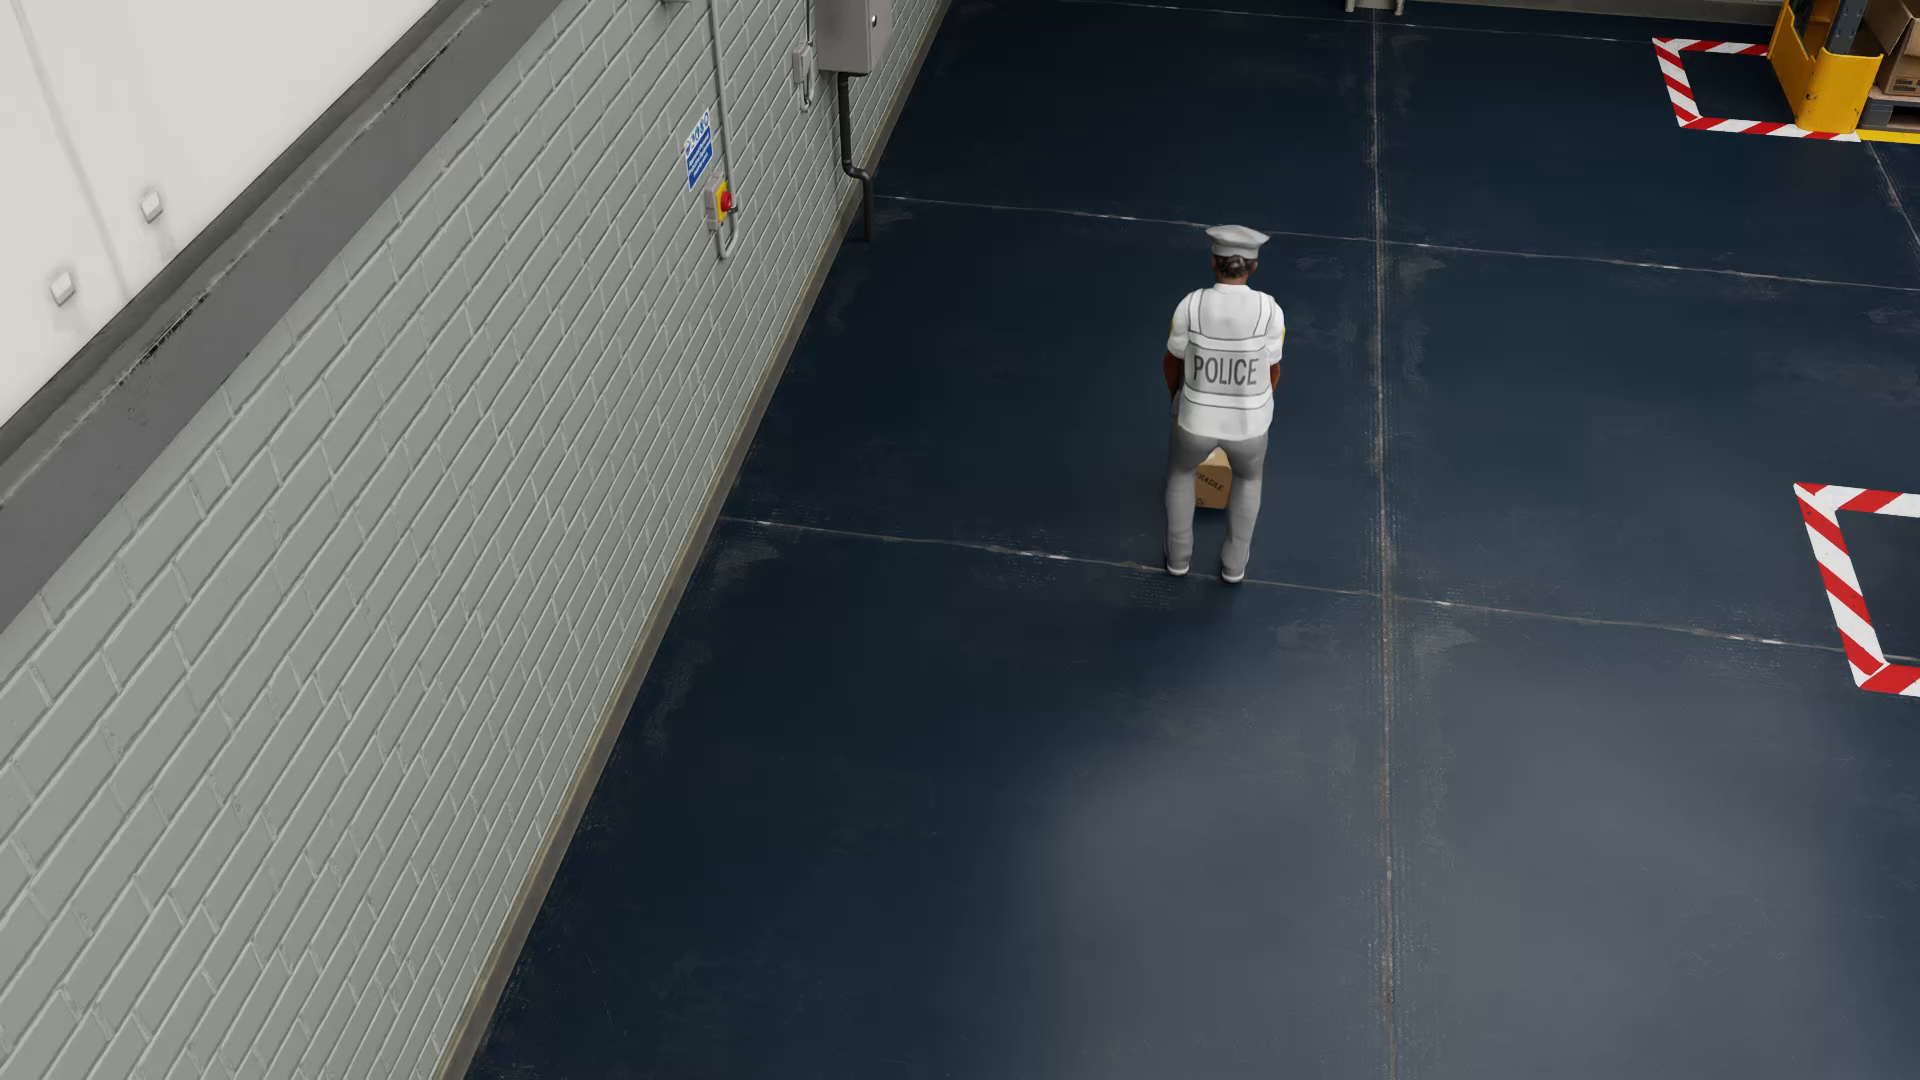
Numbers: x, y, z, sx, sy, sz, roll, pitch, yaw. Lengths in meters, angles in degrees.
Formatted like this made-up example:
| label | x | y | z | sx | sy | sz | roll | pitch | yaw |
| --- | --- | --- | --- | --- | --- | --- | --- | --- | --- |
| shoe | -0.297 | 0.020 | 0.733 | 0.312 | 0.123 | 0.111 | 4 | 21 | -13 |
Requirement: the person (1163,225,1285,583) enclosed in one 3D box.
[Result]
| label | x | y | z | sx | sy | sz | roll | pitch | yaw |
| --- | --- | --- | --- | --- | --- | --- | --- | --- | --- |
| person | 1.051 | -0.527 | 6.834 | 0.469 | 1.592 | 0.500 | 8 | 41 | 9 |
